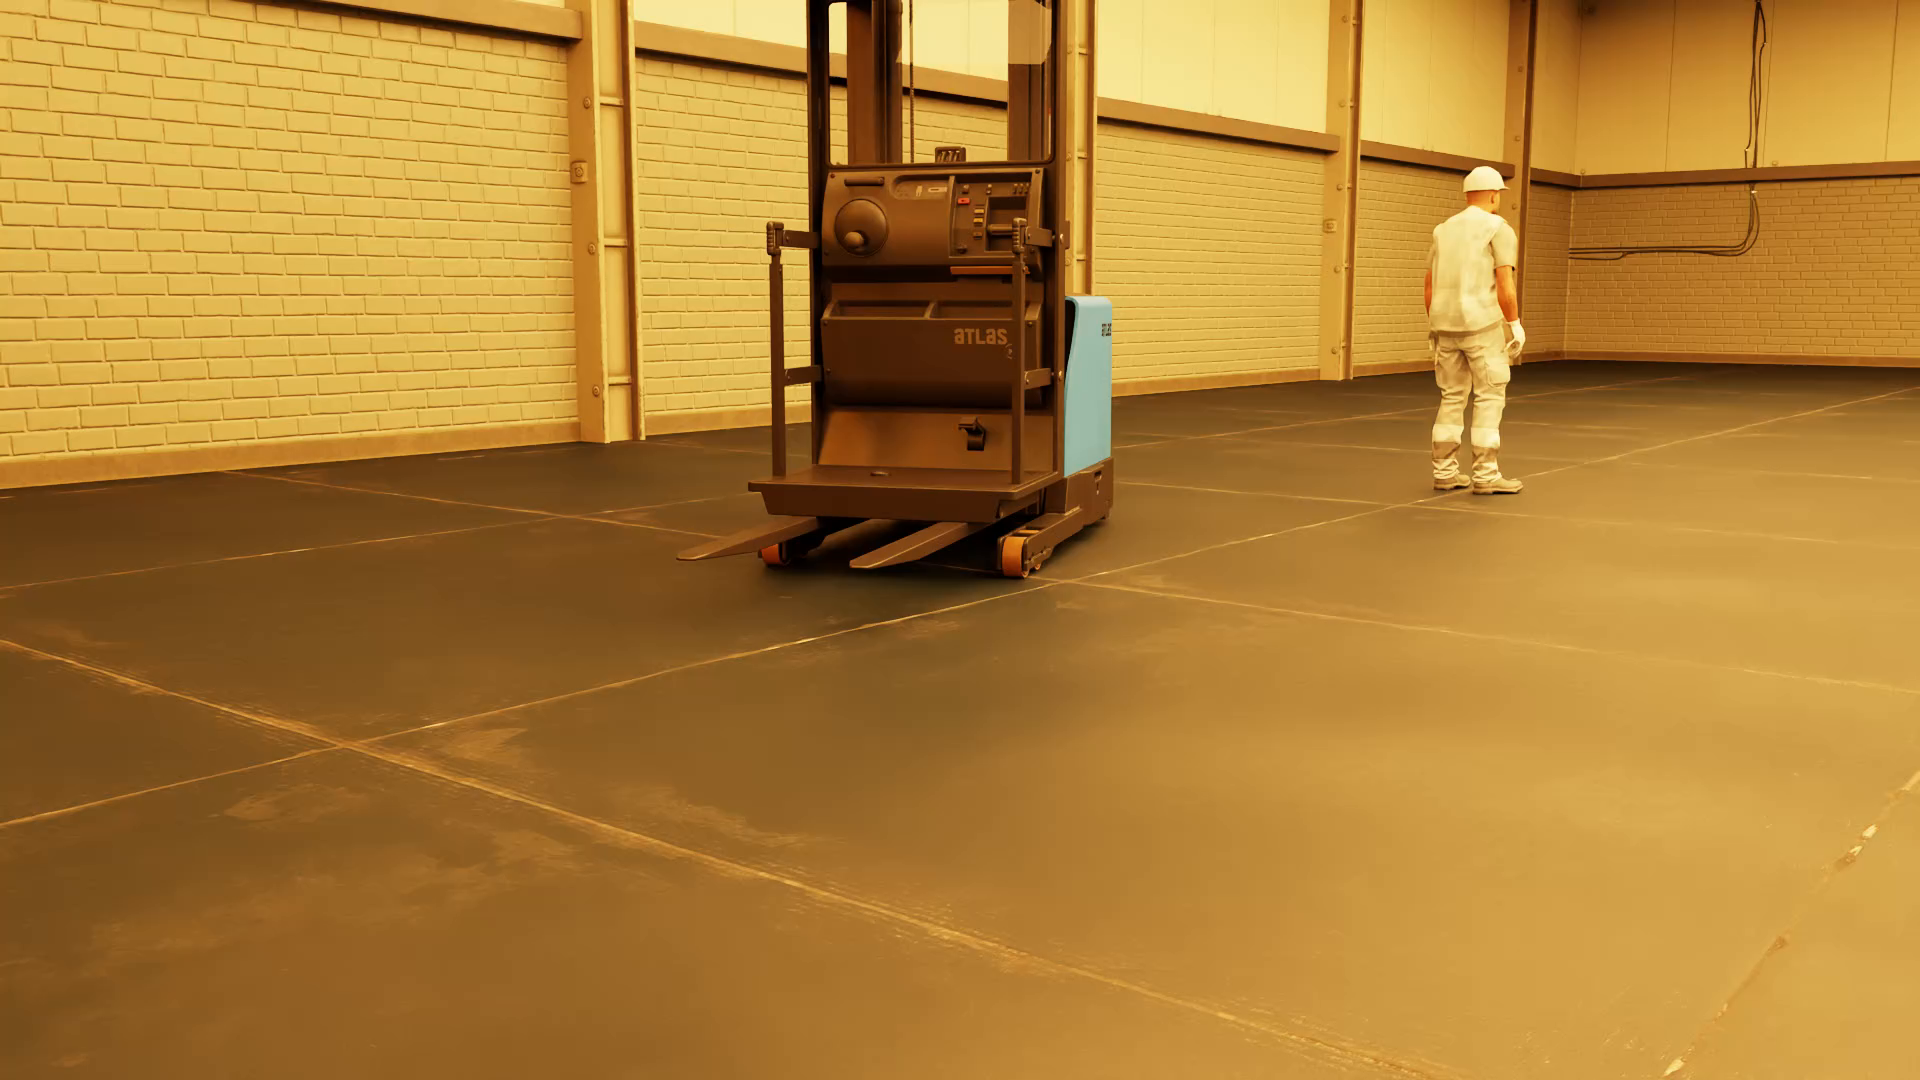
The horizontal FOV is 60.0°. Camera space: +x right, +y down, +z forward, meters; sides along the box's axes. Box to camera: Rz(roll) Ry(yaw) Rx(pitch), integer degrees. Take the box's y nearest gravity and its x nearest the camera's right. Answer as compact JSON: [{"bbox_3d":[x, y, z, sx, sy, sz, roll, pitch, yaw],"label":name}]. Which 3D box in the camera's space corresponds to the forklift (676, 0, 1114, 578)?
[{"bbox_3d":[-0.176,-1.366,6.616,1.130,2.935,3.031,3,9,17],"label":"forklift"}]

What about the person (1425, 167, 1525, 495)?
[{"bbox_3d":[2.839,-1.159,9.194,0.454,1.779,0.621,-6,10,-34],"label":"person"}]
